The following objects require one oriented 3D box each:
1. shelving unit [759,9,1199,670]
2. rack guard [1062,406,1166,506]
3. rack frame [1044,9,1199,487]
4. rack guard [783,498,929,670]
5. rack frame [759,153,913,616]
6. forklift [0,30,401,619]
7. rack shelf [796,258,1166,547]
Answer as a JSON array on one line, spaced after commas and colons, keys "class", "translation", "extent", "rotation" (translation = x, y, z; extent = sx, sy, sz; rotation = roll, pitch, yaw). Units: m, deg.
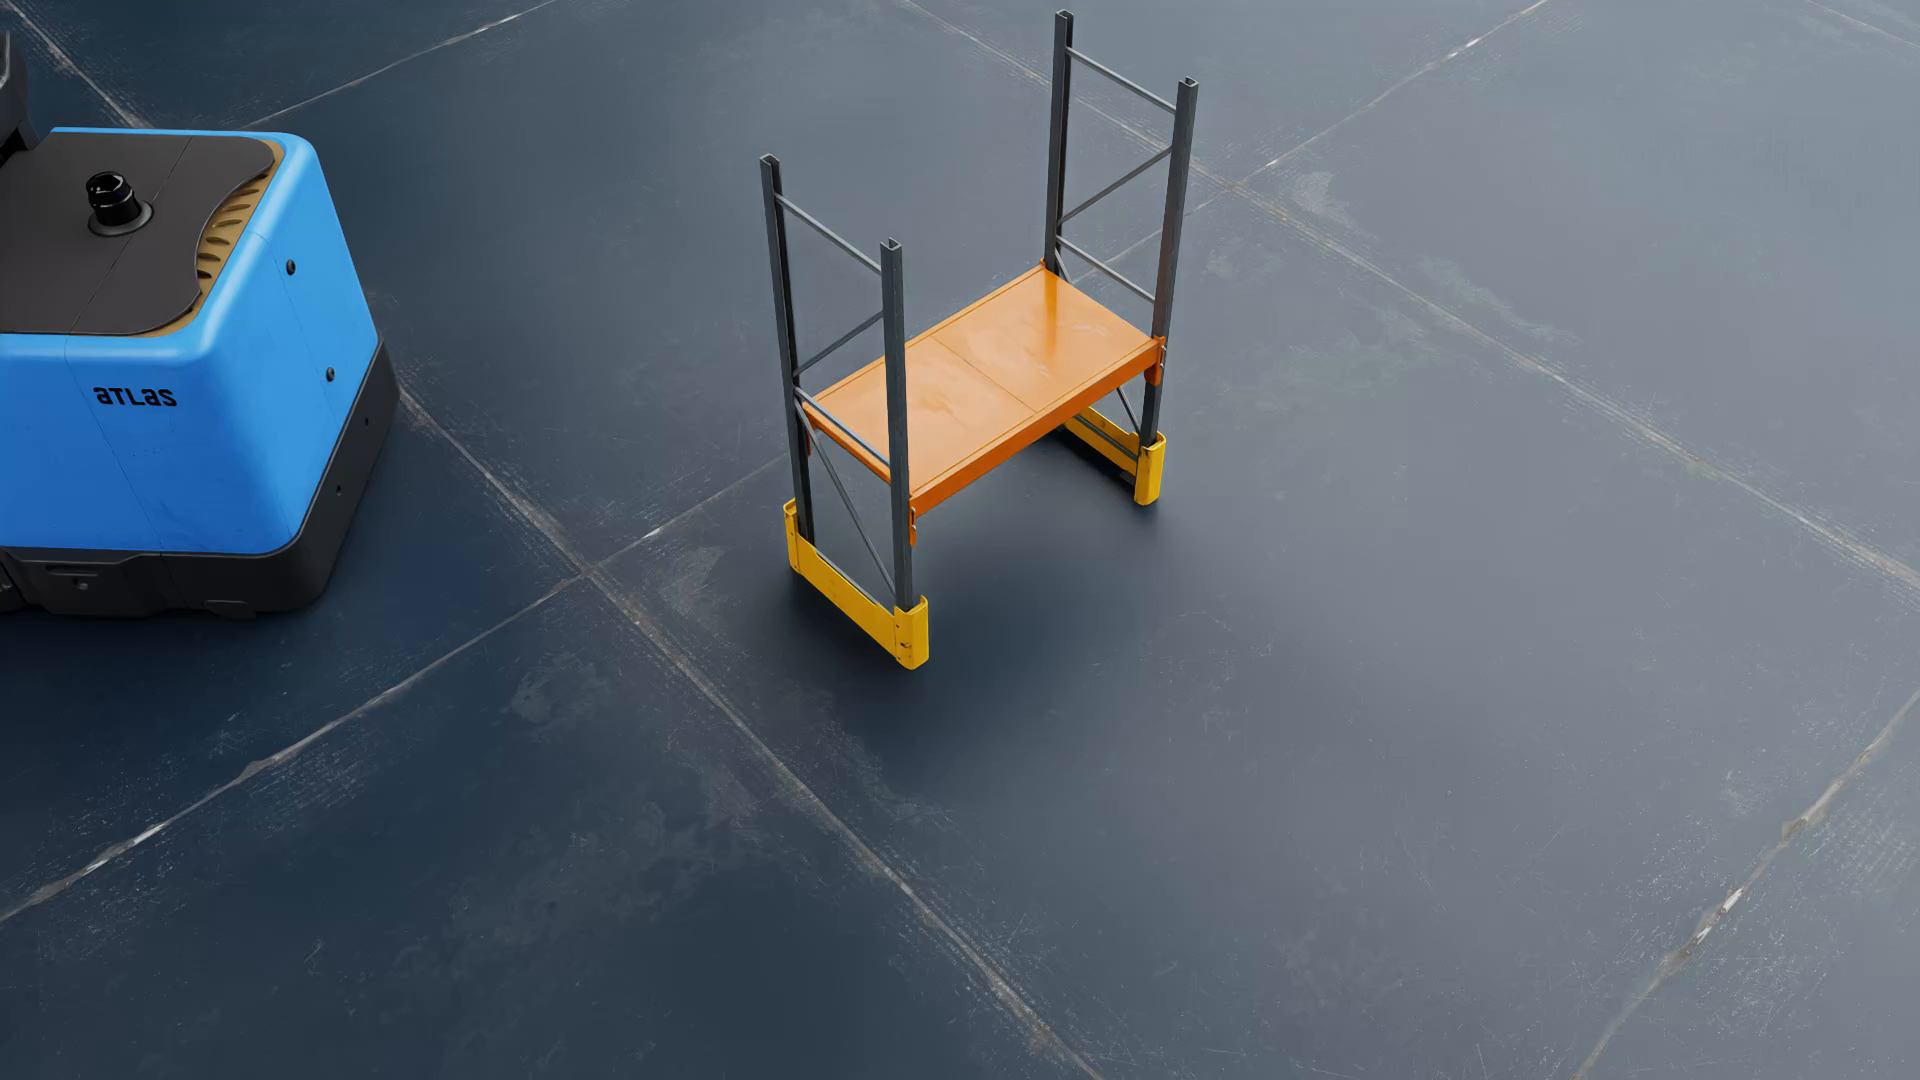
[{"class": "shelving unit", "translation": [0.056, -0.546, 4.734], "extent": [1.083, 1.500, 0.587], "rotation": [-34, 56, -27]}, {"class": "rack guard", "translation": [0.425, -0.369, 5.420], "extent": [0.087, 0.250, 0.587], "rotation": [-34, 56, -27]}, {"class": "rack frame", "translation": [0.439, -0.802, 4.970], "extent": [0.032, 1.500, 0.500], "rotation": [-34, 56, -27]}, {"class": "rack guard", "translation": [-0.312, 0.124, 4.966], "extent": [0.087, 0.250, 0.587], "rotation": [-34, 56, -27]}, {"class": "rack frame", "translation": [-0.313, -0.299, 4.506], "extent": [0.032, 1.500, 0.500], "rotation": [-34, 56, -27]}, {"class": "forklift", "translation": [-3.415, -1.160, 4.326], "extent": [3.031, 2.935, 1.130], "rotation": [2, 47, 2]}, {"class": "rack shelf", "translation": [0.063, -0.429, 4.870], "extent": [1.000, 0.185, 0.538], "rotation": [-34, 56, -27]}]
